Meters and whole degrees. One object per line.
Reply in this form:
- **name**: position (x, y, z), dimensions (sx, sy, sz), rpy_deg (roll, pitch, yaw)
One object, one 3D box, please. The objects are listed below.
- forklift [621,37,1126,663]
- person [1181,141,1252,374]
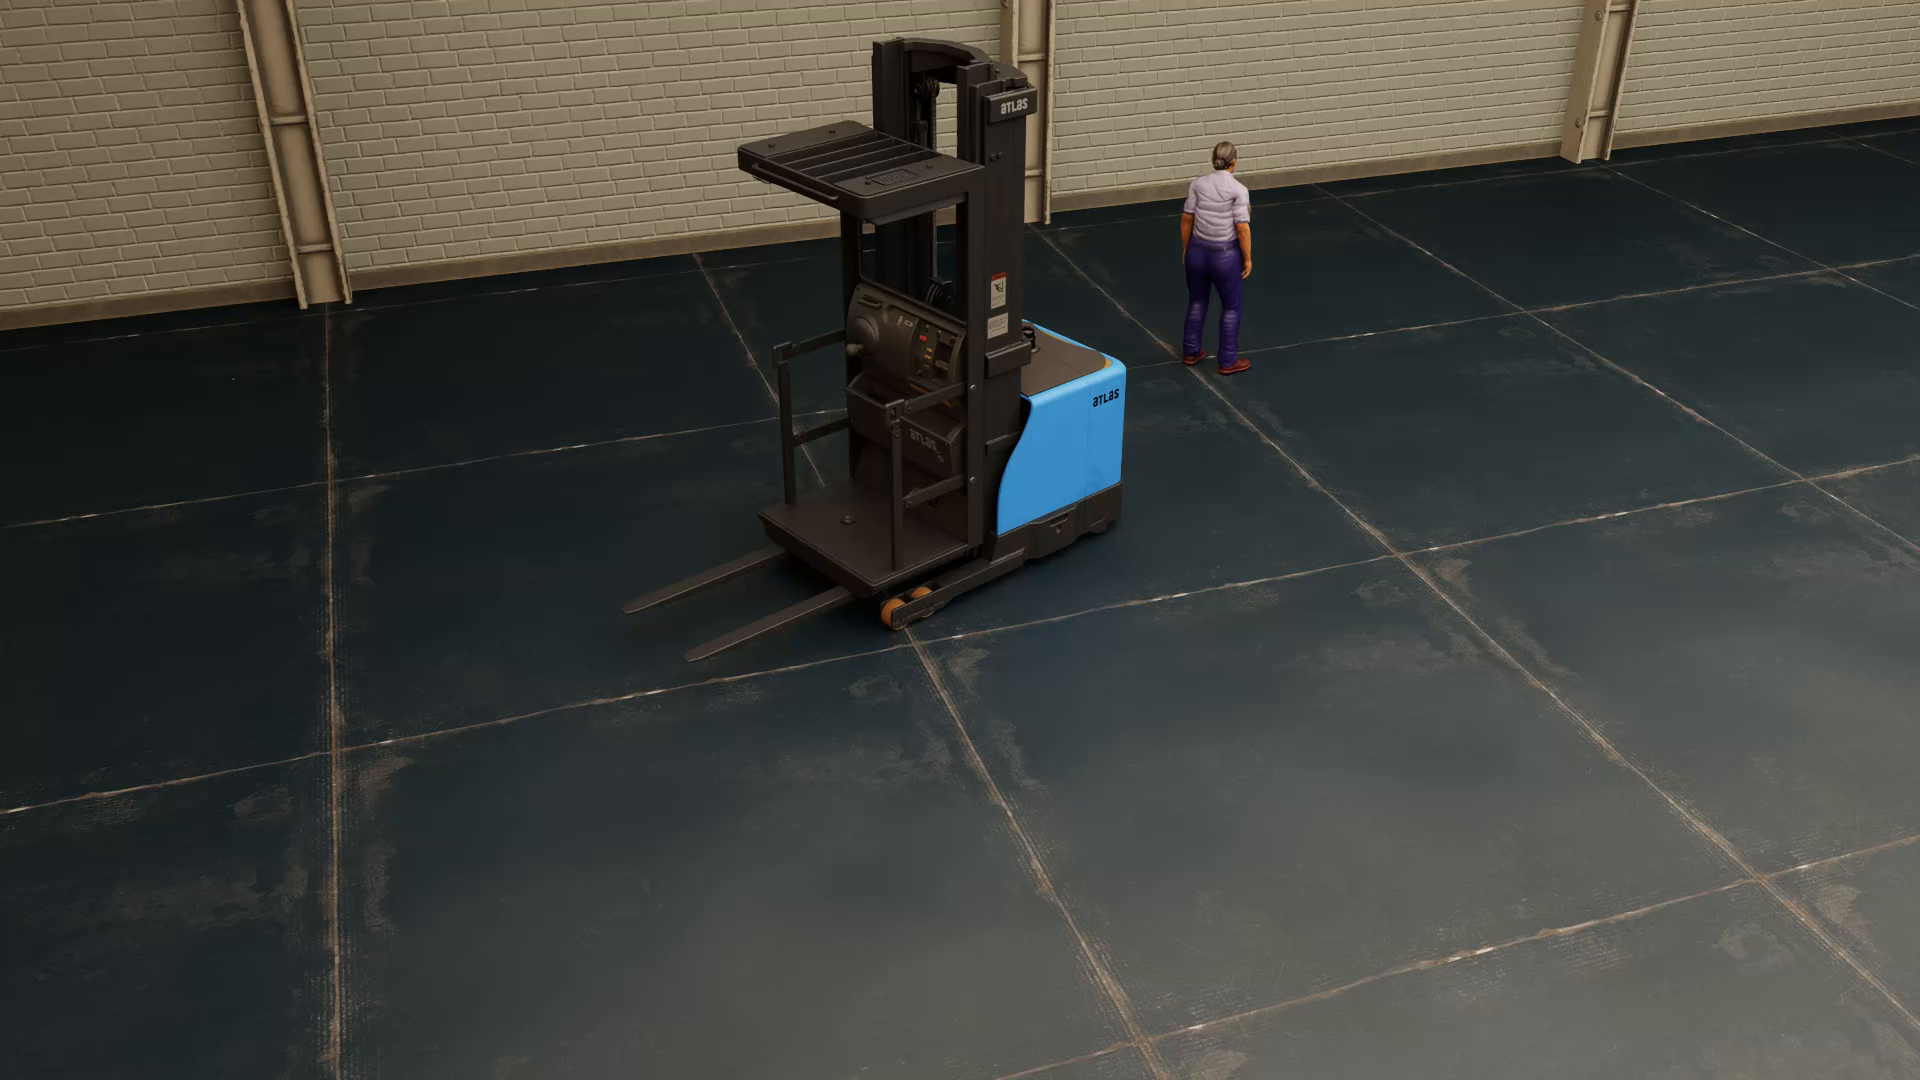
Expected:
- **forklift**: position (-0.461, -1.072, 8.951), dimensions (3.031, 2.935, 1.130), rpy_deg (-23, 37, -34)
- **person**: position (1.834, -2.010, 11.865), dimensions (0.564, 1.652, 0.369), rpy_deg (18, 35, 29)
